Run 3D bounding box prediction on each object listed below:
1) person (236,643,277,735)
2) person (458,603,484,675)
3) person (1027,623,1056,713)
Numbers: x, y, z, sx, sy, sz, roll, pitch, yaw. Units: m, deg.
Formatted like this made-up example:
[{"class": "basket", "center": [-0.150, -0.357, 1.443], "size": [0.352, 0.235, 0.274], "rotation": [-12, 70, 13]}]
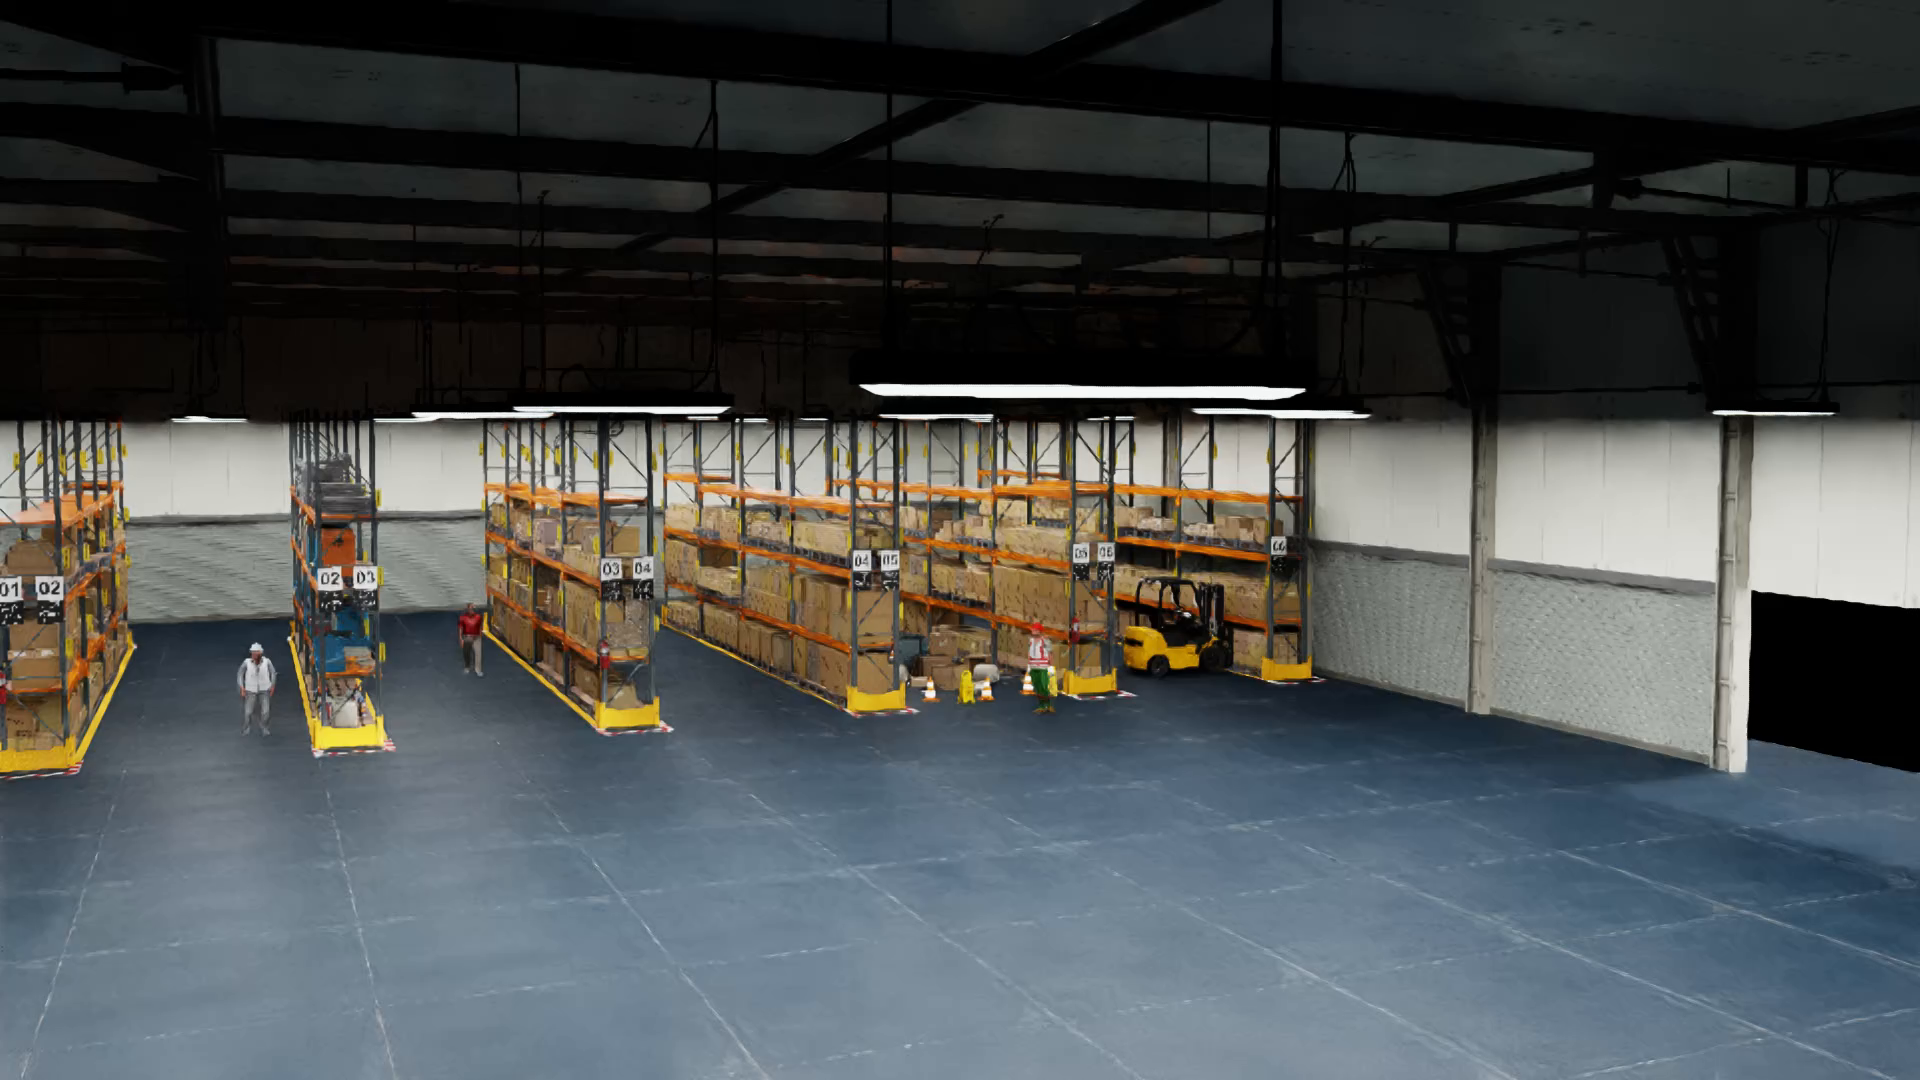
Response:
[{"class": "person", "center": [-12.891, 2.732, 30.497], "size": [0.677, 1.726, 0.574], "rotation": [-2, 4, -25]}, {"class": "person", "center": [-11.111, 2.234, 37.765], "size": [0.544, 1.642, 1.111], "rotation": [-1, 4, -20]}, {"class": "person", "center": [1.607, 2.520, 32.846], "size": [0.624, 1.783, 0.388], "rotation": [3, 5, 36]}]
